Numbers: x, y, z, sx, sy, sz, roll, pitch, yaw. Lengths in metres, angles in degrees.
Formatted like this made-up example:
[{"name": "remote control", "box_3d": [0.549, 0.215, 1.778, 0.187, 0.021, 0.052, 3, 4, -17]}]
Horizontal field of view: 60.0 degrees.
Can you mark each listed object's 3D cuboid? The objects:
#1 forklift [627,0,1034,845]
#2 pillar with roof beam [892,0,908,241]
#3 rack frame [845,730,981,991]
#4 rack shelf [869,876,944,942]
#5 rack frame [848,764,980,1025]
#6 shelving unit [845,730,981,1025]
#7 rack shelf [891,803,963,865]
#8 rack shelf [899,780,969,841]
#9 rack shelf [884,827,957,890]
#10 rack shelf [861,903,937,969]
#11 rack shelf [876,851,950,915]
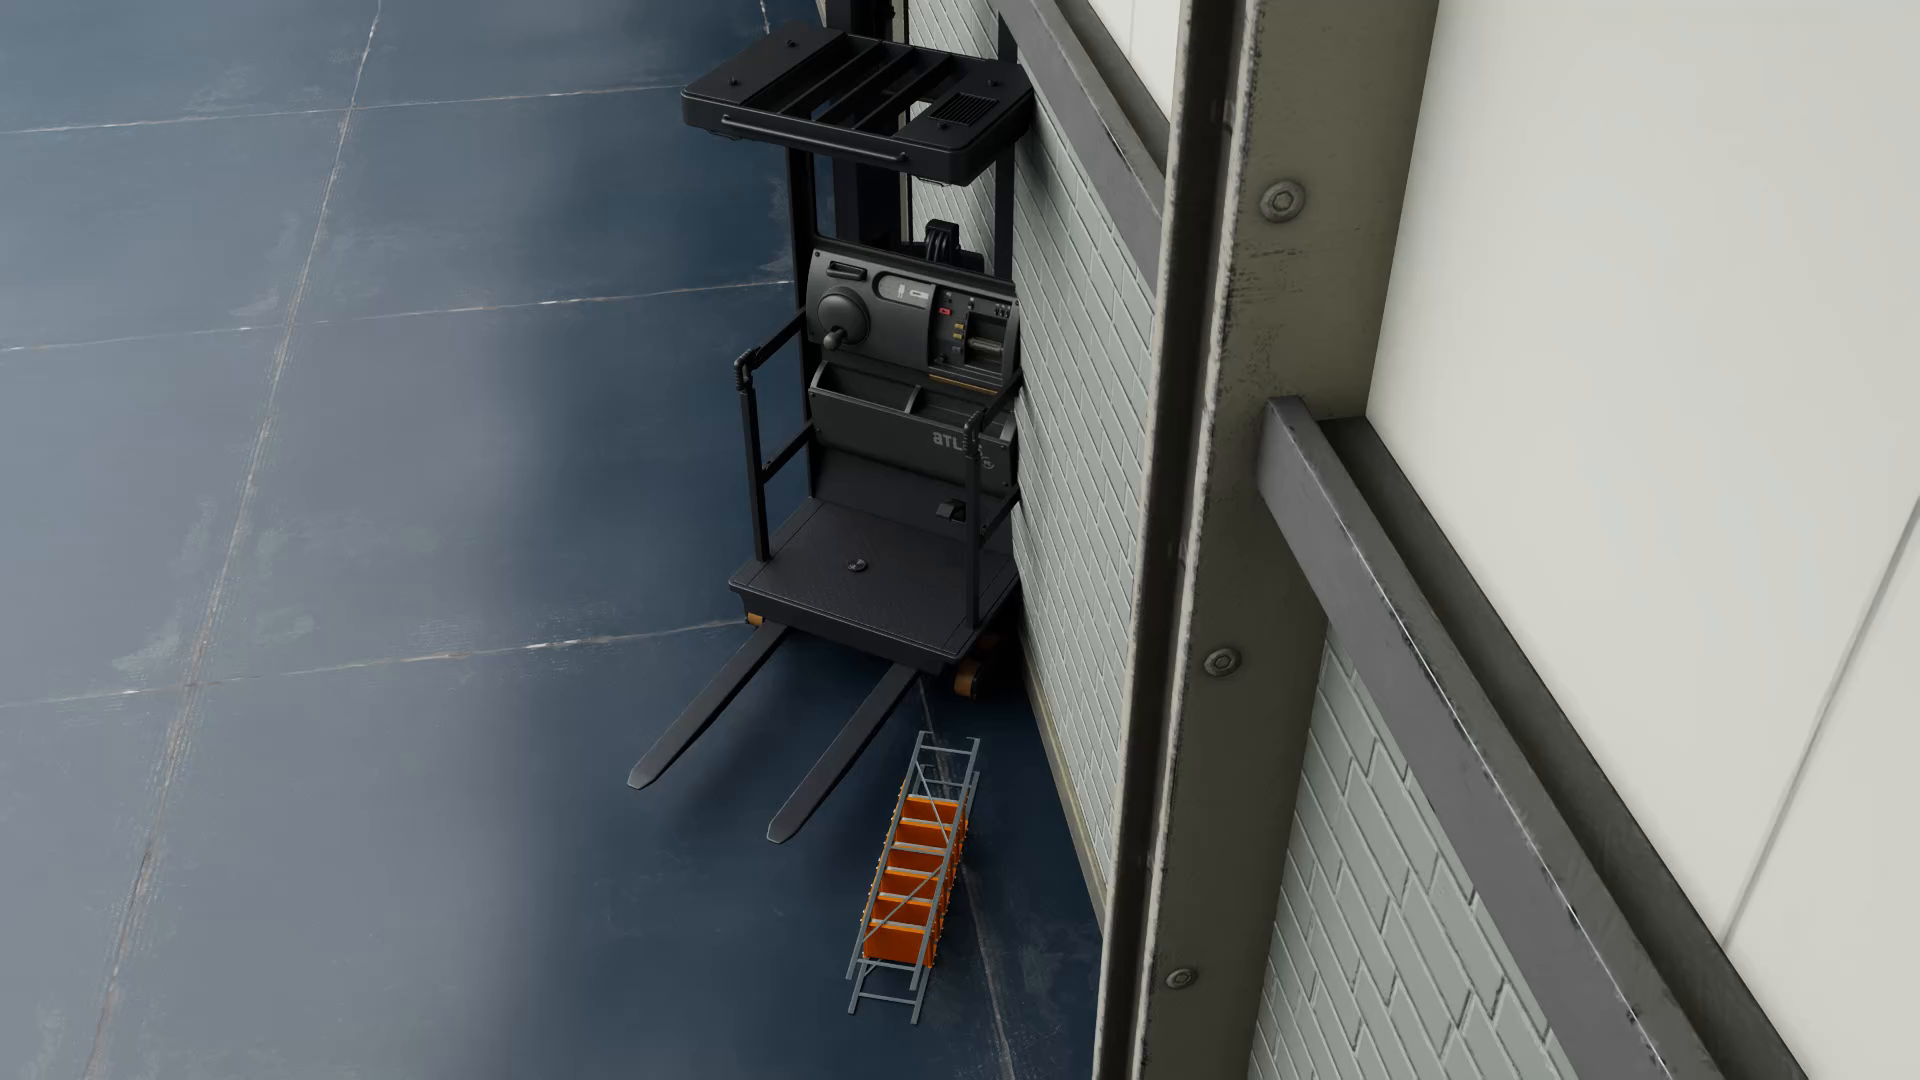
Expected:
[{"name": "forklift", "box_3d": [-0.278, -0.811, 6.405, 1.130, 2.935, 3.031, 17, 41, 20]}, {"name": "pillar with roof beam", "box_3d": [-4.713, -4.653, 6.404, 9.100, 9.000, 0.400, -6, 38, -8]}, {"name": "rack frame", "box_3d": [-0.152, 1.120, 6.001, 0.240, 0.006, 1.200, 7, 38, 9]}, {"name": "rack shelf", "box_3d": [-0.189, 1.310, 5.906, 0.258, 0.180, 0.103, 7, 38, 9]}, {"name": "rack frame", "box_3d": [-0.152, 1.265, 6.114, 0.240, 0.006, 1.200, 7, 38, 9]}, {"name": "shelving unit", "box_3d": [-0.152, 1.192, 6.058, 0.258, 0.189, 1.200, 7, 38, 9]}, {"name": "rack shelf", "box_3d": [-0.121, 1.093, 6.185, 0.258, 0.180, 0.103, 7, 38, 9]}, {"name": "rack shelf", "box_3d": [-0.098, 1.021, 6.278, 0.258, 0.180, 0.103, 7, 38, 9]}, {"name": "rack shelf", "box_3d": [-0.143, 1.165, 6.092, 0.258, 0.180, 0.103, 7, 38, 9]}, {"name": "rack shelf", "box_3d": [-0.211, 1.382, 5.813, 0.258, 0.180, 0.103, 7, 38, 9]}, {"name": "rack shelf", "box_3d": [-0.166, 1.238, 5.999, 0.258, 0.180, 0.103, 7, 38, 9]}]
